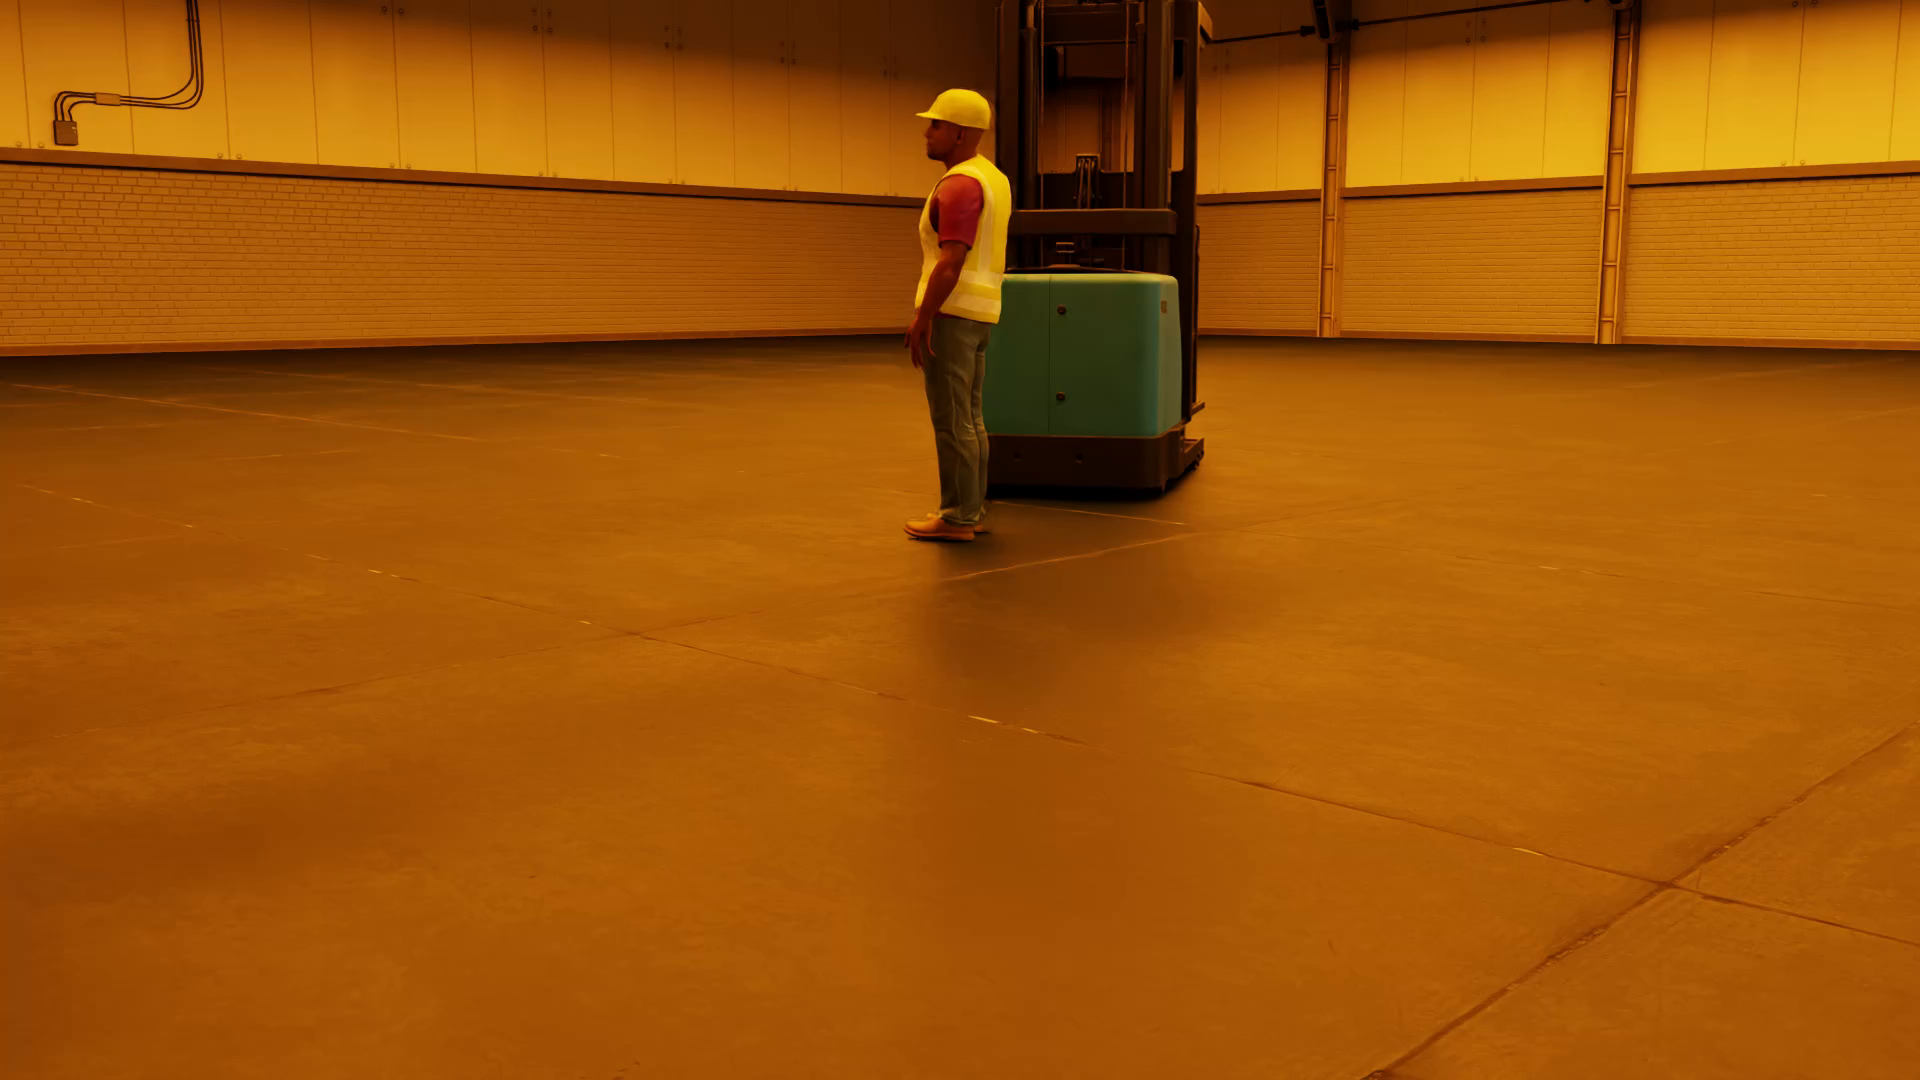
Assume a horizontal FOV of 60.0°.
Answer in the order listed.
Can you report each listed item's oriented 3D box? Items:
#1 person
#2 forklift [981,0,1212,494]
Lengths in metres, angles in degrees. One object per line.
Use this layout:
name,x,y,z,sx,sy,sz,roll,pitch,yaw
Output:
person,-0.024,-0.877,6.613,0.429,1.768,0.739,2,9,12
forklift,0.787,-1.856,9.201,1.130,2.935,3.031,2,9,14
